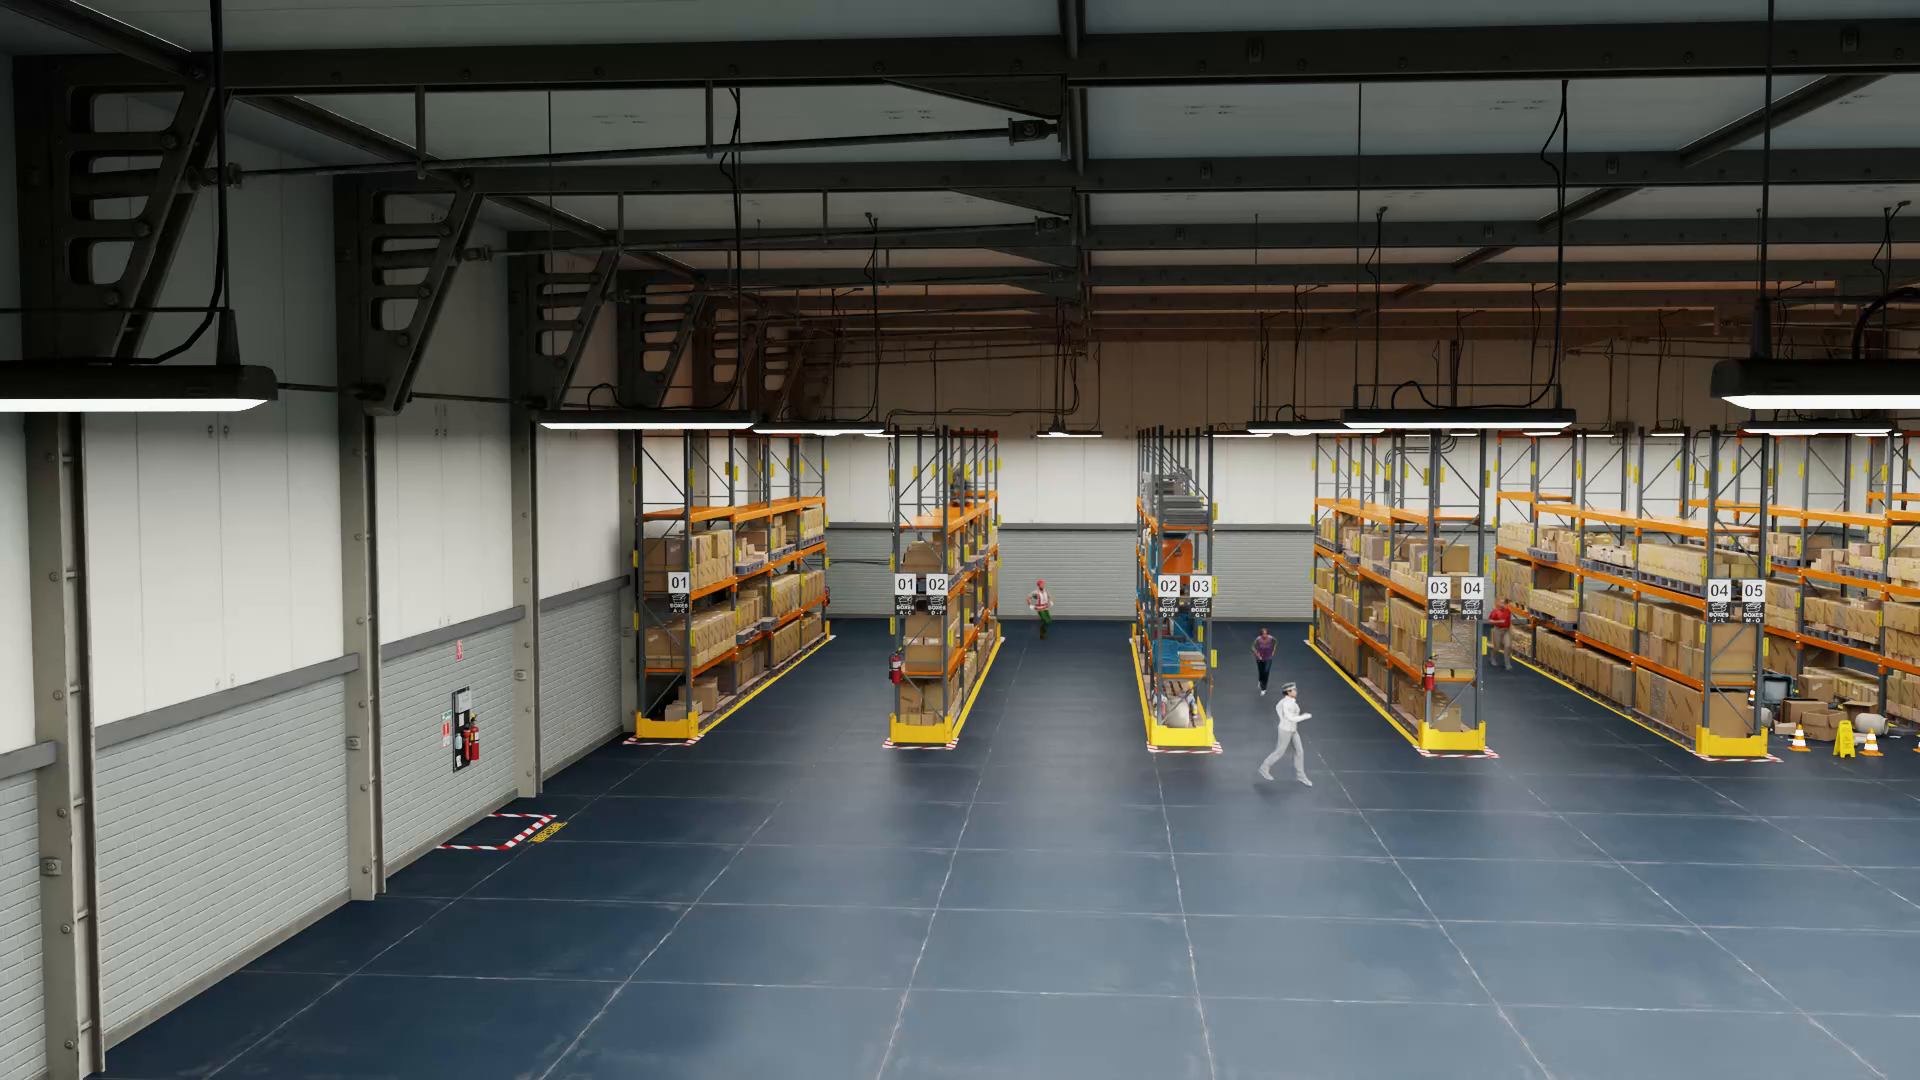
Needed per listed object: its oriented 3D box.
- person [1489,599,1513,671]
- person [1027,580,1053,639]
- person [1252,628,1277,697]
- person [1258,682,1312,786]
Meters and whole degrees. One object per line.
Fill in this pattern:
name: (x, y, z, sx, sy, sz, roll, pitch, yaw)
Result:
person: (13.549, 2.343, 41.626, 0.655, 1.756, 0.917, 0, 3, -4)
person: (2.353, 2.001, 47.504, 0.754, 1.725, 0.574, -3, 4, -37)
person: (6.852, 2.724, 37.539, 0.571, 1.547, 0.883, 0, 3, 2)
person: (5.412, 3.200, 27.619, 0.883, 1.715, 0.589, 1, 4, 24)
